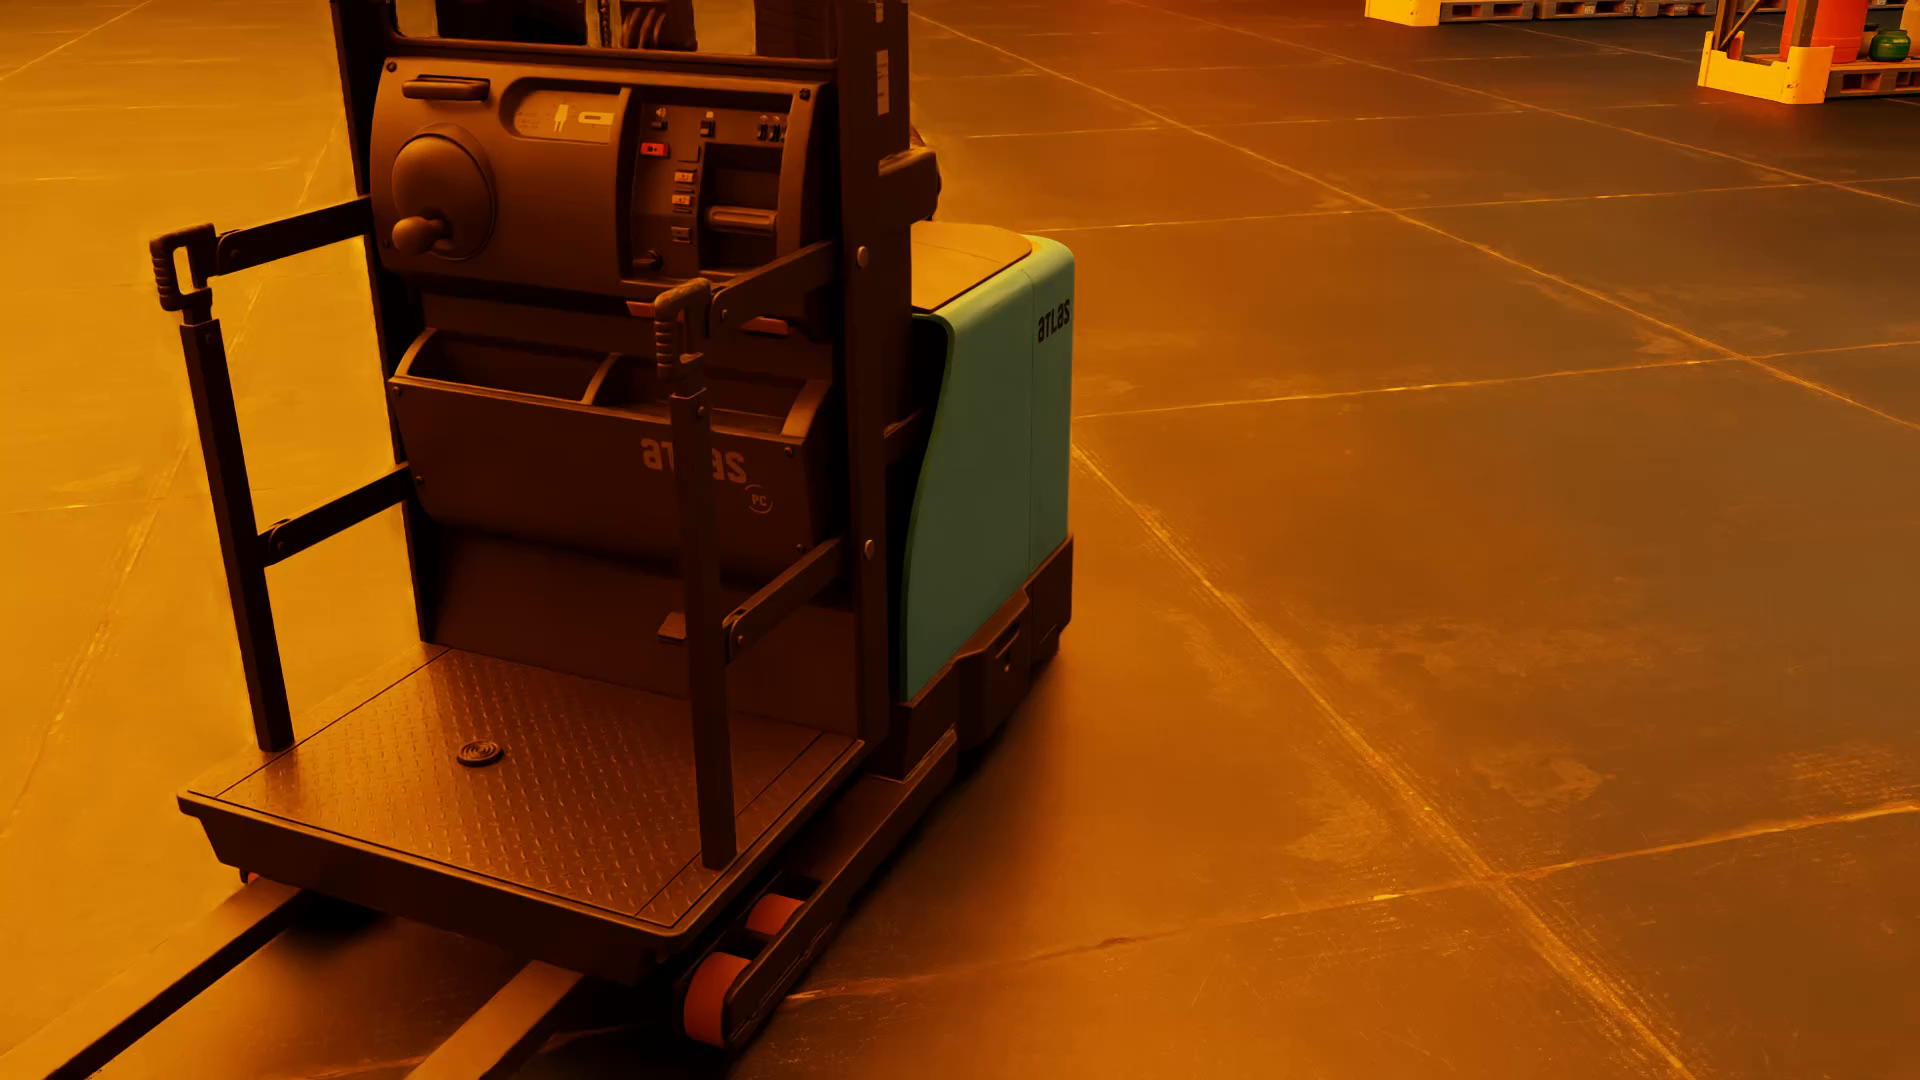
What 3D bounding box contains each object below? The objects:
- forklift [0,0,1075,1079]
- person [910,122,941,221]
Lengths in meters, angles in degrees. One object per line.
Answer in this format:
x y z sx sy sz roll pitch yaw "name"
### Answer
-0.759 -0.640 2.815 1.130 2.935 3.031 10 25 22 "forklift"
-0.480 -0.555 4.443 1.124 1.530 0.879 -10 25 -22 "person"
